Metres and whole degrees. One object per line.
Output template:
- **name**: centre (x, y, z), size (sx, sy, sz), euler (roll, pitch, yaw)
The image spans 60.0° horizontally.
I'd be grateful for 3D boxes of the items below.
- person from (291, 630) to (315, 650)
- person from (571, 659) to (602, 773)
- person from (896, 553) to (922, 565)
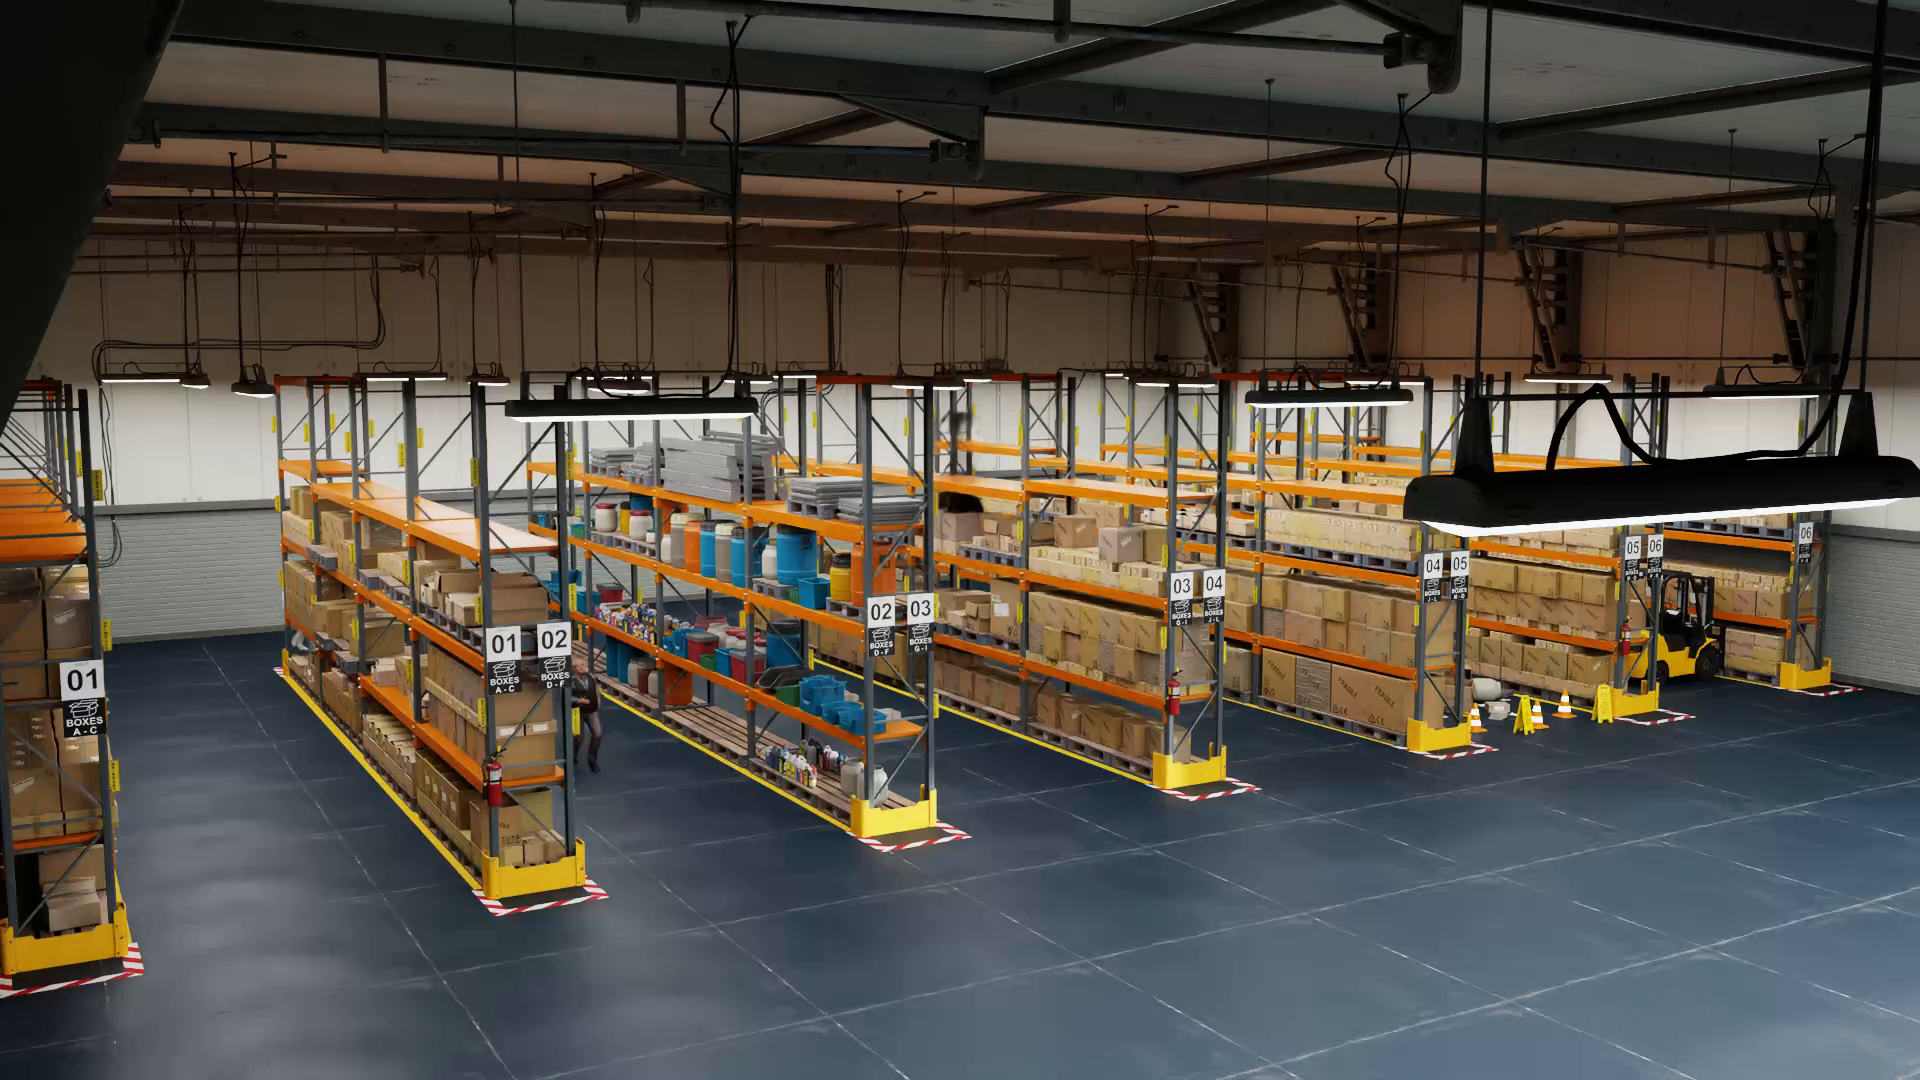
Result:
- **person**: centre (-13.946, 1.541, 35.612), size (0.955, 1.835, 0.670), euler (1, 6, 11)
- **person**: centre (-5.793, 2.704, 25.600), size (0.658, 1.756, 0.748), euler (-4, 8, -34)
- **person**: centre (-1.320, 0.903, 41.808), size (0.710, 1.736, 0.678), euler (2, 6, 15)
